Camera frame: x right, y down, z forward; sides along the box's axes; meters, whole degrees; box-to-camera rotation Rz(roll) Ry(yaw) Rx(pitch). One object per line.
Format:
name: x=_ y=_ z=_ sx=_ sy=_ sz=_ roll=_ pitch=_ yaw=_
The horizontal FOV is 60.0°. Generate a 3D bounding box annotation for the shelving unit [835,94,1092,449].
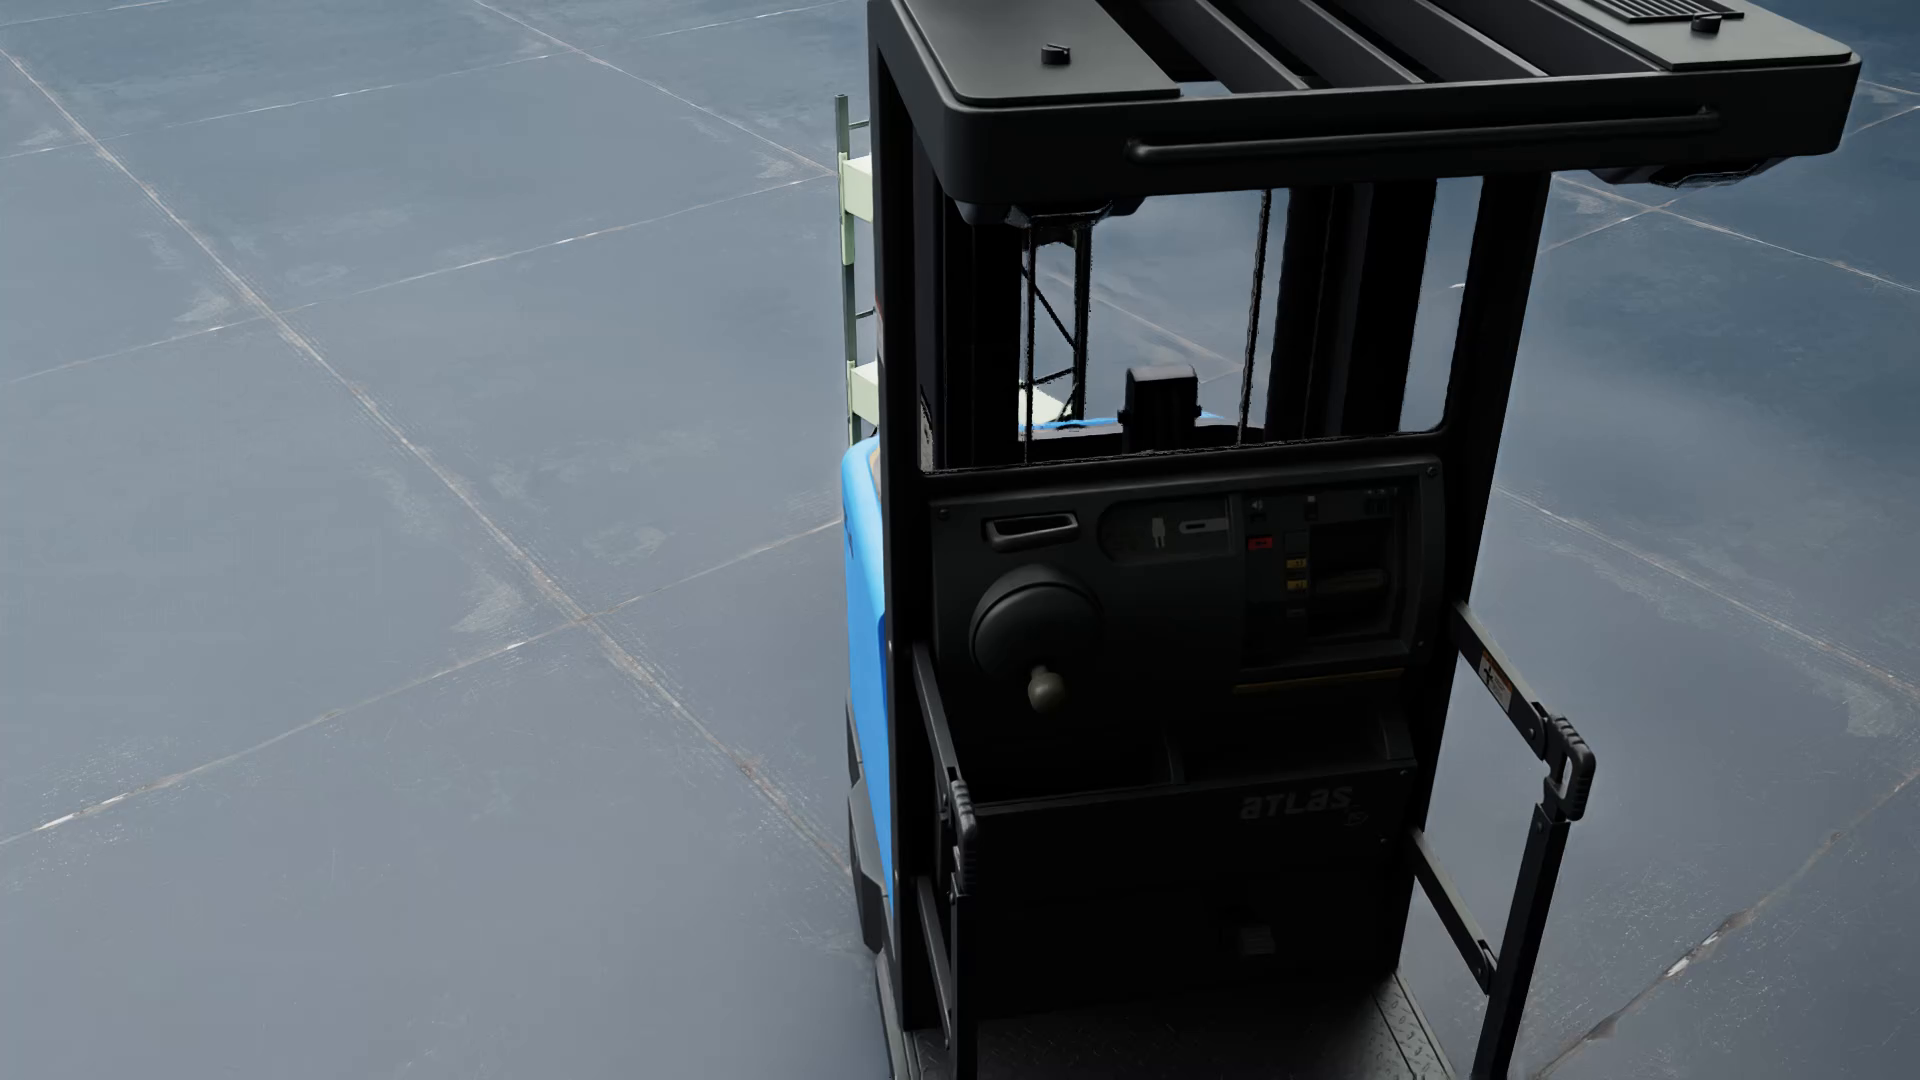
shelving unit: x=0.004 y=-0.634 z=5.350 sx=0.431 sy=1.500 sz=0.755 roll=-22 pitch=38 yaw=-31

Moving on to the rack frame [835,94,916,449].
rack frame: x=-0.220 y=-0.787 z=5.595 sx=0.400 sy=1.500 sz=0.023 roll=-22 pitch=38 yaw=-31

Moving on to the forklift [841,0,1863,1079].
forklift: x=0.449 y=0.131 z=2.760 sx=1.130 sy=2.935 sz=3.031 roll=-5 pitch=32 yaw=-8

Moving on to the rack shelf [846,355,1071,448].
rack shelf: x=0.004 y=-0.357 z=5.522 sx=0.431 sy=0.370 sz=0.720 roll=-22 pitch=38 yaw=-31

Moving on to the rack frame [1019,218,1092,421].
rack frame: x=0.229 y=-0.482 z=5.104 sx=0.400 sy=1.500 sz=0.023 roll=-22 pitch=38 yaw=-31

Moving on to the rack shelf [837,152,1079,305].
rack shelf: x=0.004 y=-0.966 z=5.144 sx=0.431 sy=0.370 sz=0.720 roll=-22 pitch=38 yaw=-31
